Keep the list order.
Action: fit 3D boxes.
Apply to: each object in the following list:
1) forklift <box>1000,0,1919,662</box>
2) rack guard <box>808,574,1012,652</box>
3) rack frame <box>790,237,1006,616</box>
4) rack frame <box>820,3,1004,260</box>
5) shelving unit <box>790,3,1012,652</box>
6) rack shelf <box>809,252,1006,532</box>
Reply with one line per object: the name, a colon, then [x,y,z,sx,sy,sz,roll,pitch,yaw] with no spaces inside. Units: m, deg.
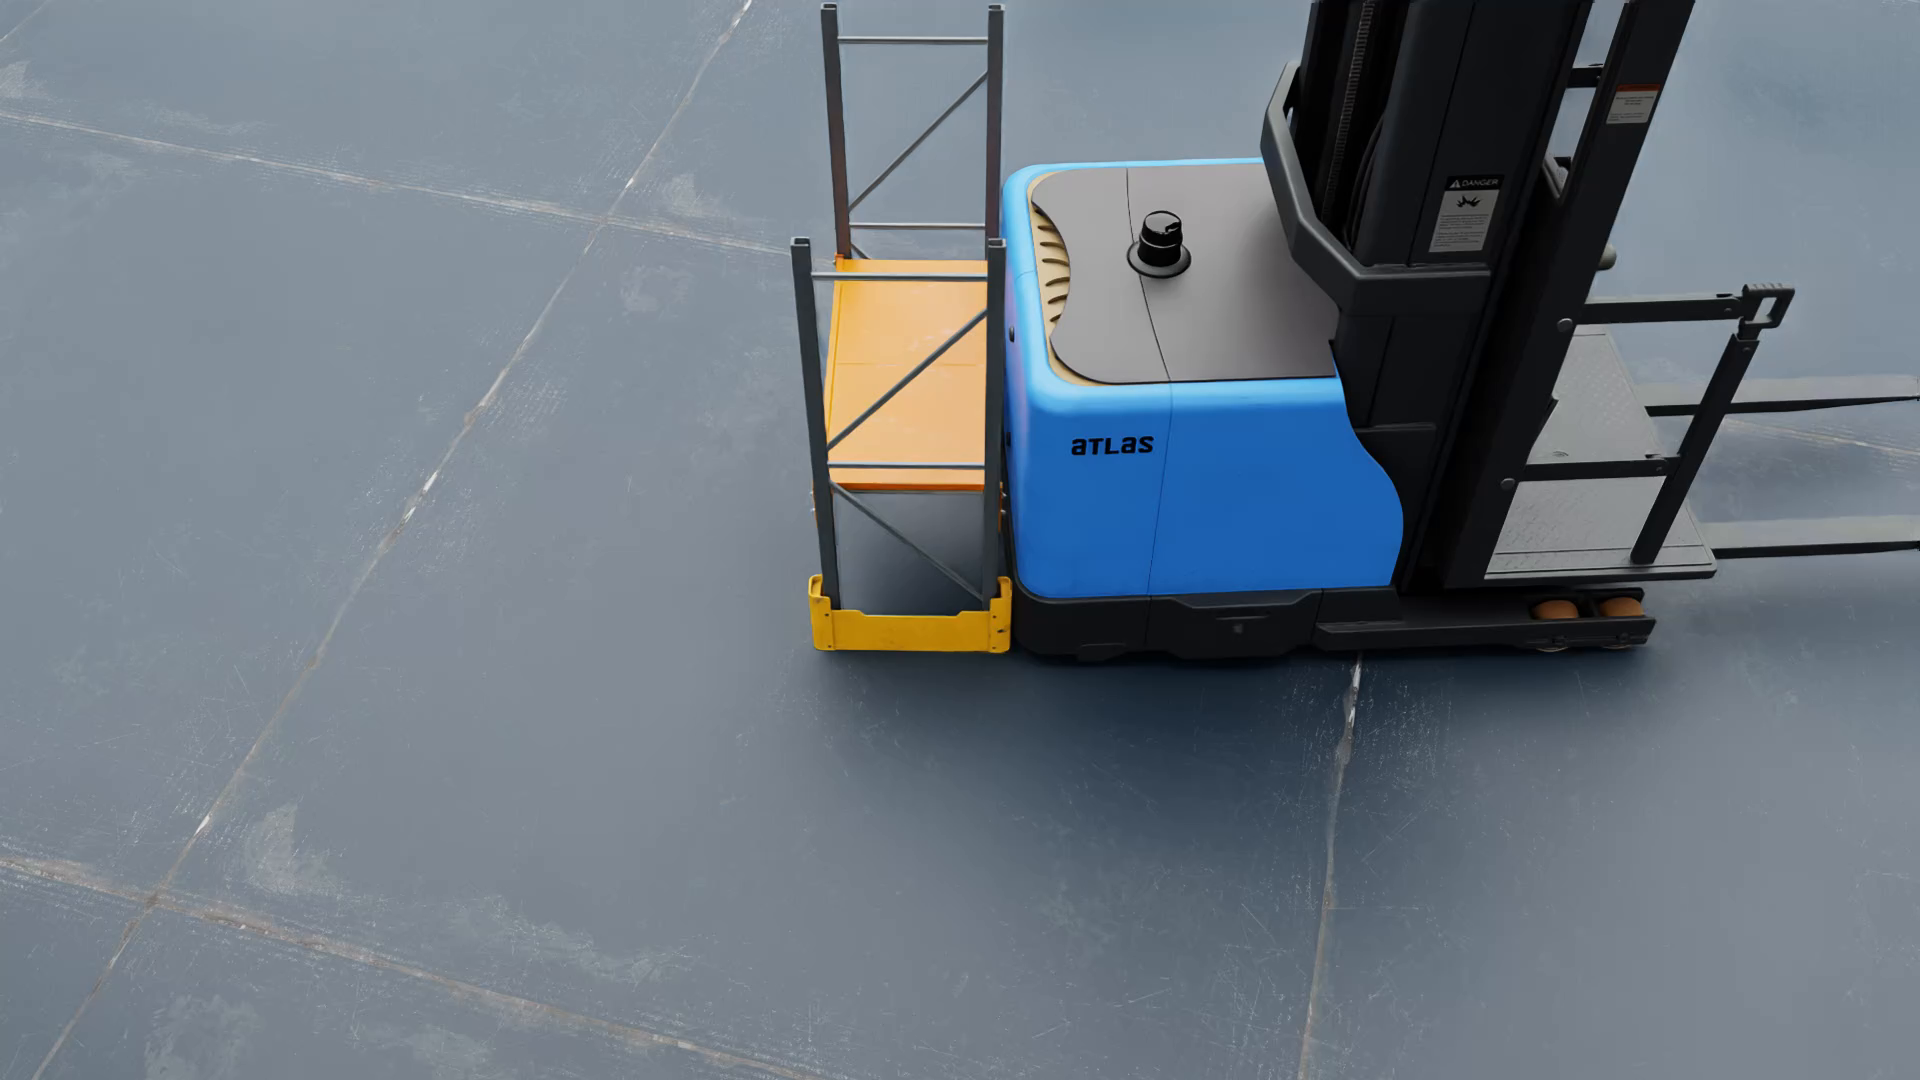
forklift: [1.645,-1.035,4.209,3.031,2.935,1.130,-2,49,-2]
rack guard: [-0.143,0.217,4.891,0.587,0.250,0.087,1,49,0]
rack frame: [-0.143,-0.195,4.422,0.500,1.500,0.032,1,49,0]
rack frame: [-0.130,-0.957,5.095,0.500,1.500,0.032,1,49,0]
shelving unit: [-0.137,-0.570,4.752,0.587,1.500,1.083,1,49,0]
rack shelf: [-0.137,-0.457,4.893,0.538,0.185,1.000,1,49,0]
